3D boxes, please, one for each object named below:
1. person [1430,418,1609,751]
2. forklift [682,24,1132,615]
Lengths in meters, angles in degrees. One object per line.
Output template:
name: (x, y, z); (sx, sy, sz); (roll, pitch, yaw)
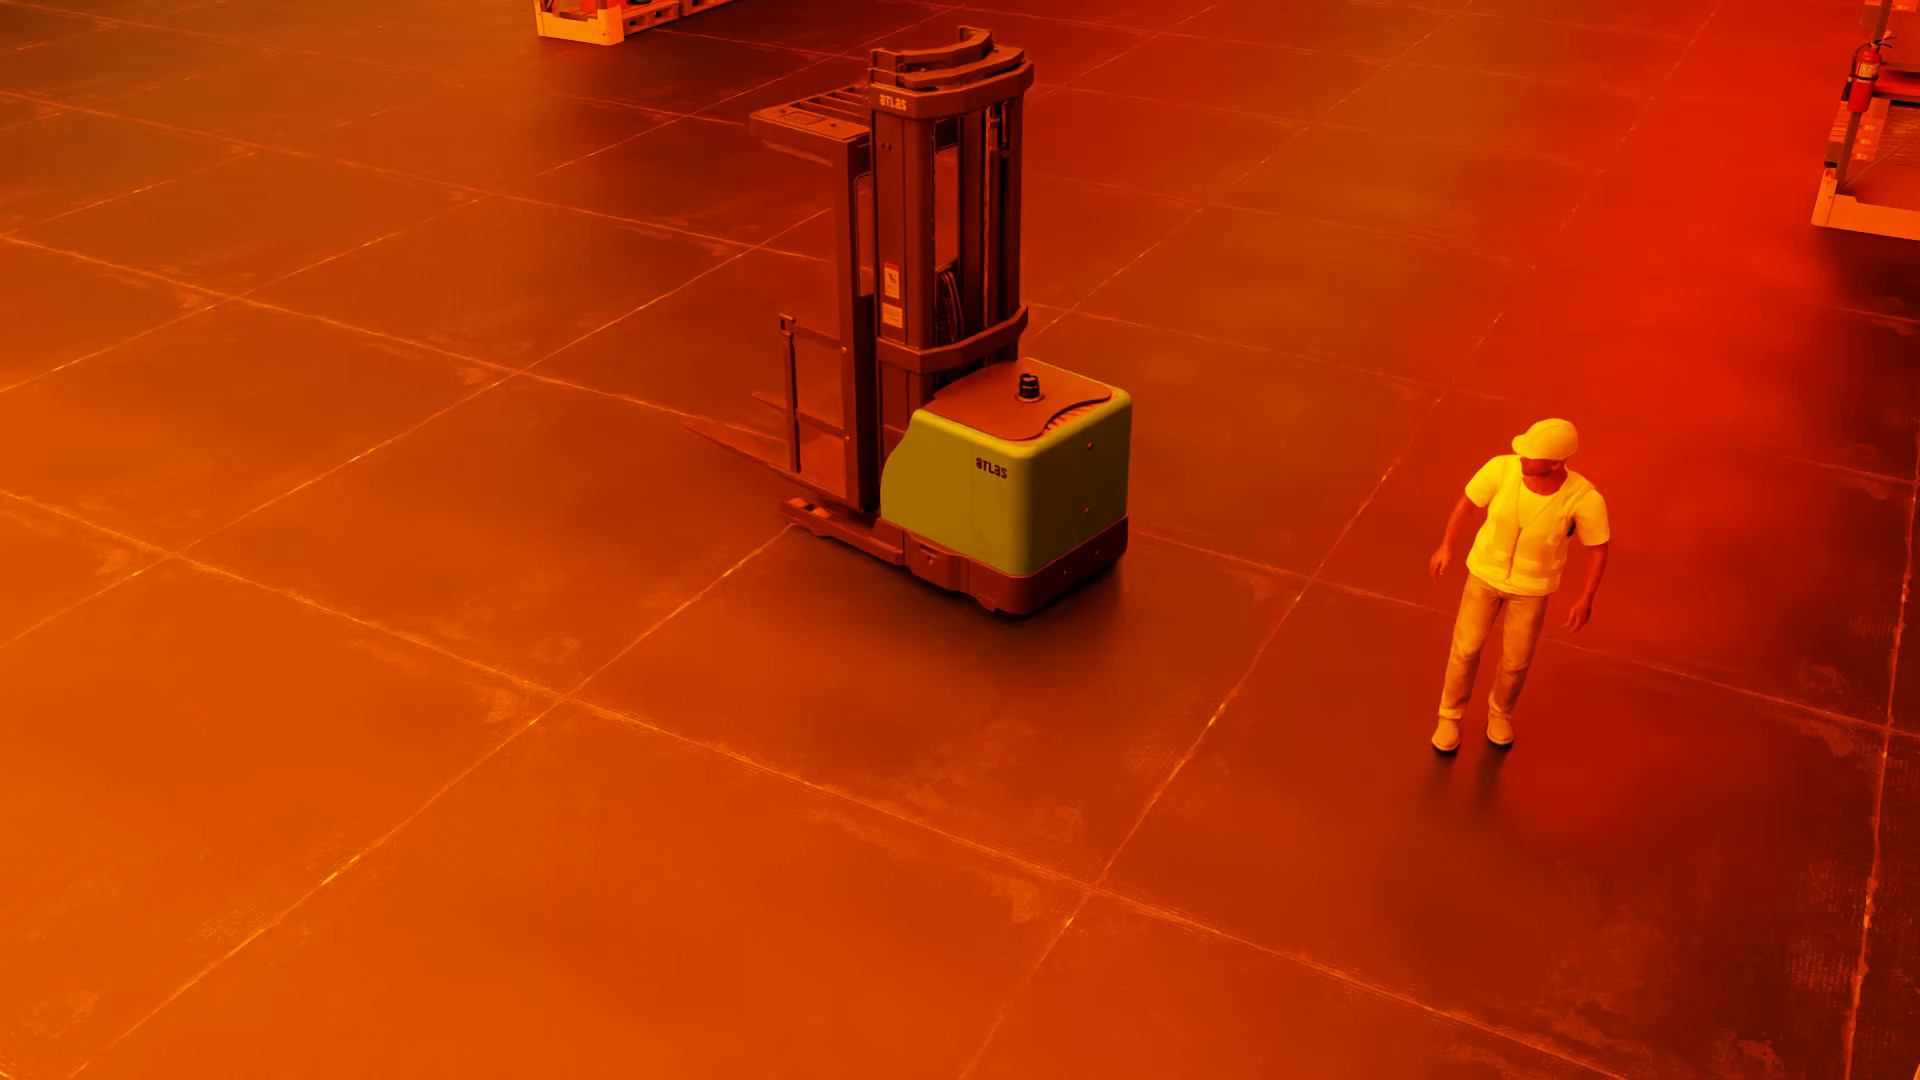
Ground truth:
person: (2.603, 0.217, 7.874); (0.780, 1.755, 0.504); (14, 33, 23)
forklift: (-0.462, -1.469, 9.616); (3.031, 2.935, 1.130); (24, 37, 35)
